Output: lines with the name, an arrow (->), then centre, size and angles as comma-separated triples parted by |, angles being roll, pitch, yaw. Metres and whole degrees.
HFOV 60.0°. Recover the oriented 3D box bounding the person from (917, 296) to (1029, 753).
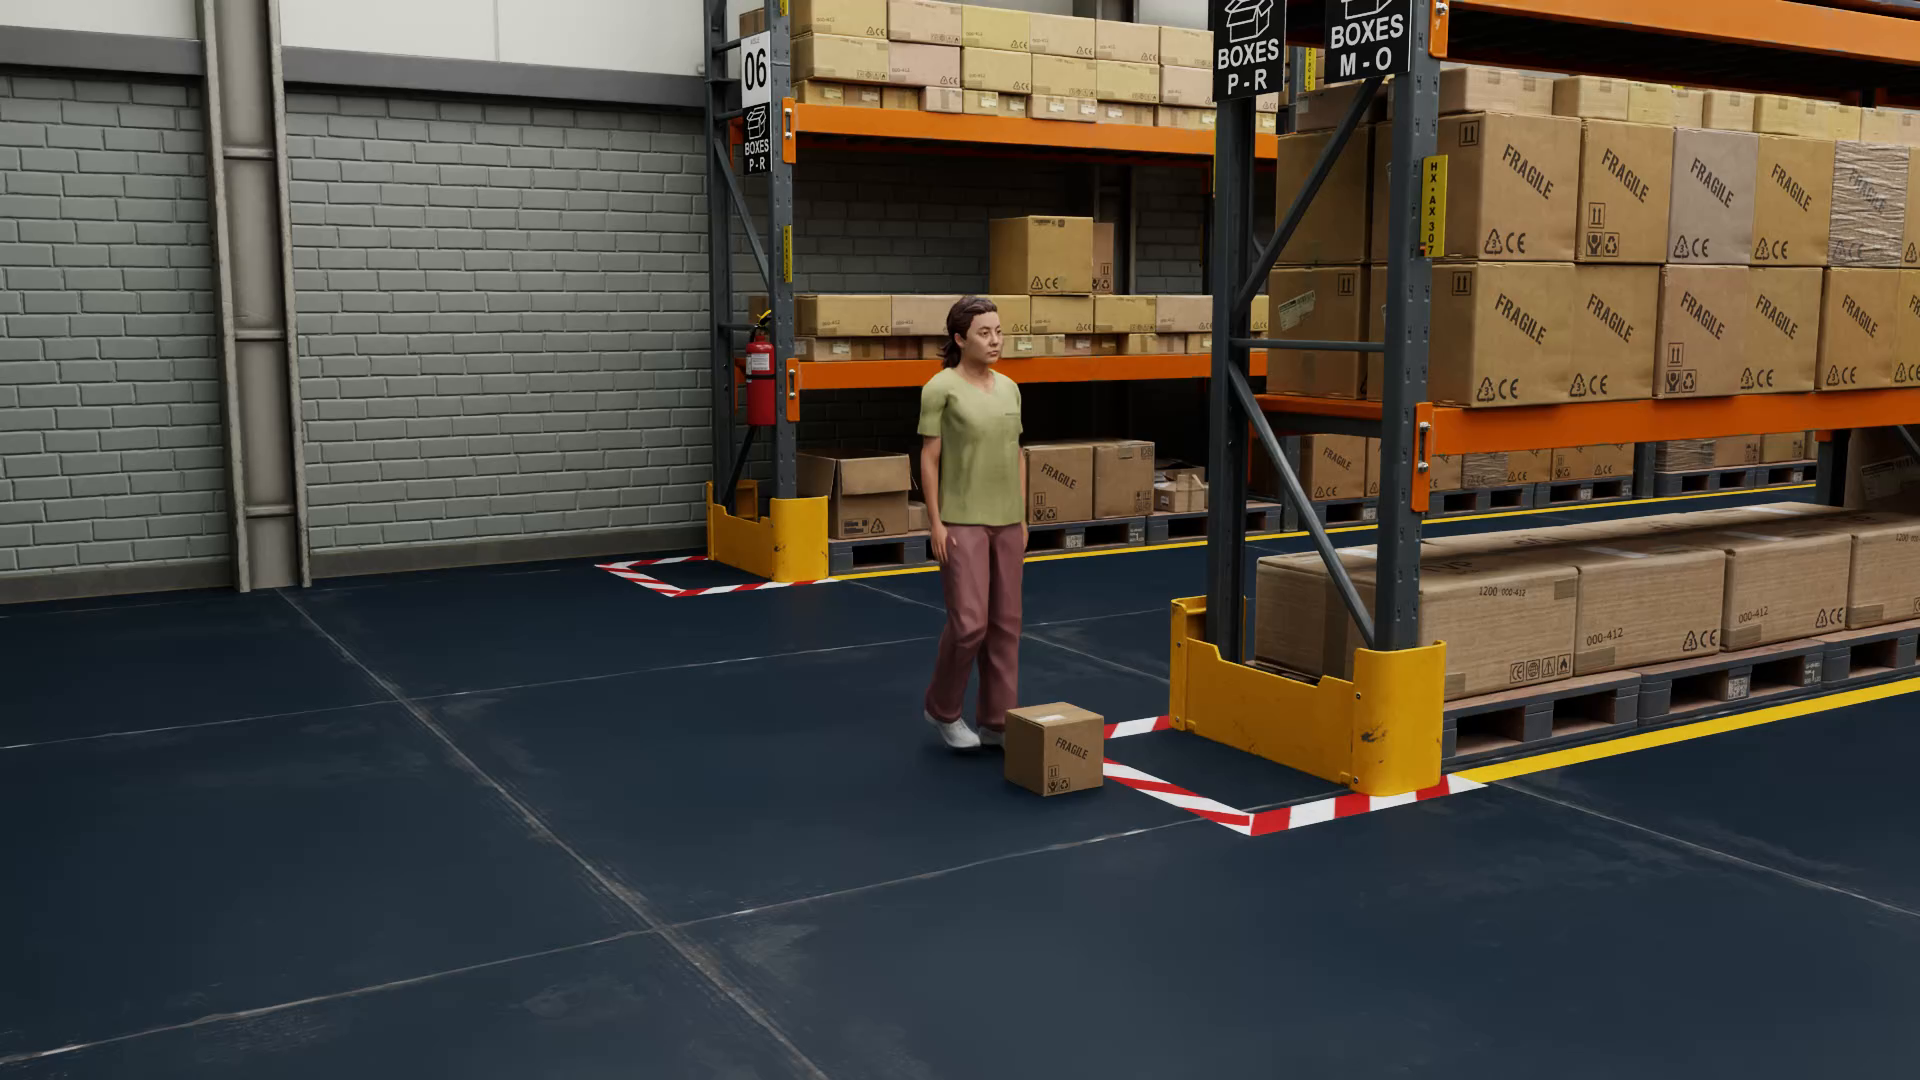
person -> 0.069, -0.046, 6.092 | 0.454, 1.680, 0.432 | -5, 10, -33
